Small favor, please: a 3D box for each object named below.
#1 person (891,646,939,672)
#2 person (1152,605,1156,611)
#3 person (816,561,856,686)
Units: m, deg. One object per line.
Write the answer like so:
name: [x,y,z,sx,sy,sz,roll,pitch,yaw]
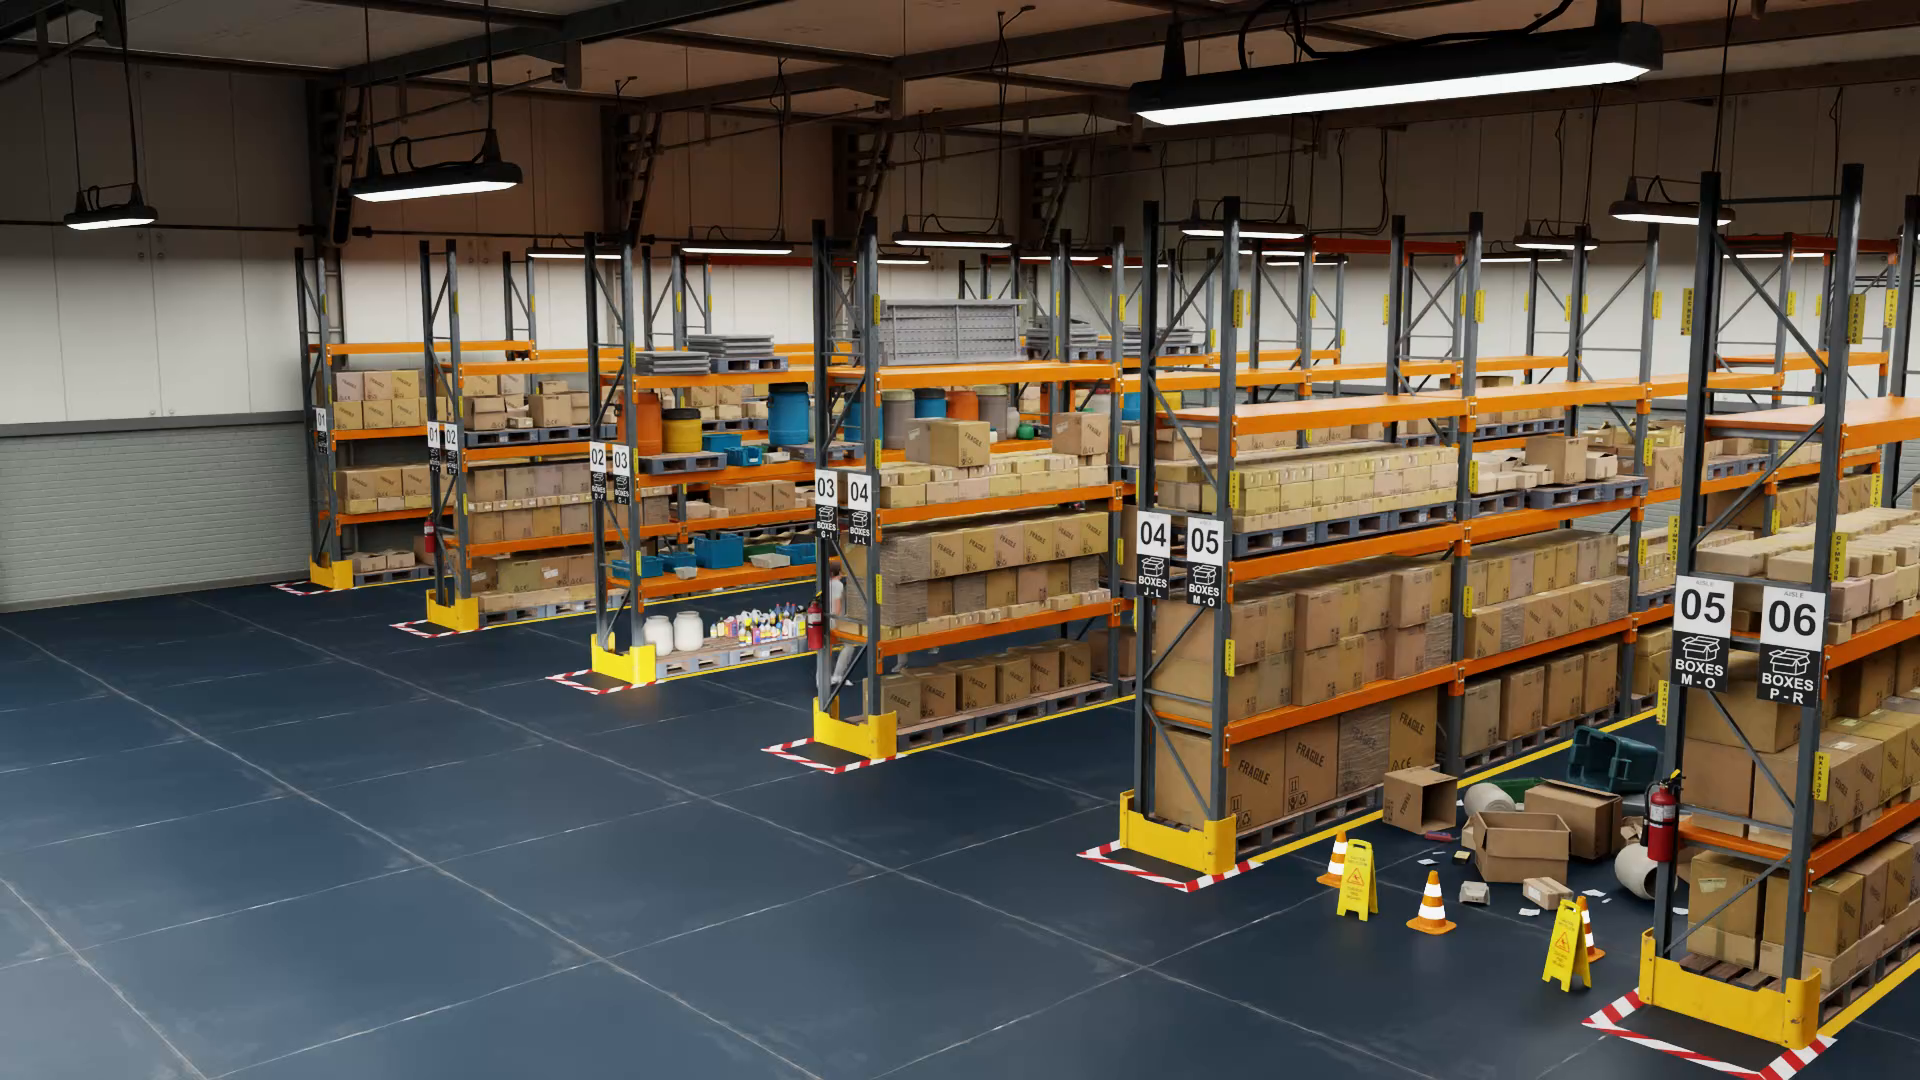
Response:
person: [-0.618,0.966,23.047,0.794,1.684,0.534,-8,12,-43]
person: [3.186,0.410,26.116,0.462,1.461,0.504,3,9,18]
person: [-1.689,1.115,22.117,0.527,1.678,0.484,-6,10,-35]
